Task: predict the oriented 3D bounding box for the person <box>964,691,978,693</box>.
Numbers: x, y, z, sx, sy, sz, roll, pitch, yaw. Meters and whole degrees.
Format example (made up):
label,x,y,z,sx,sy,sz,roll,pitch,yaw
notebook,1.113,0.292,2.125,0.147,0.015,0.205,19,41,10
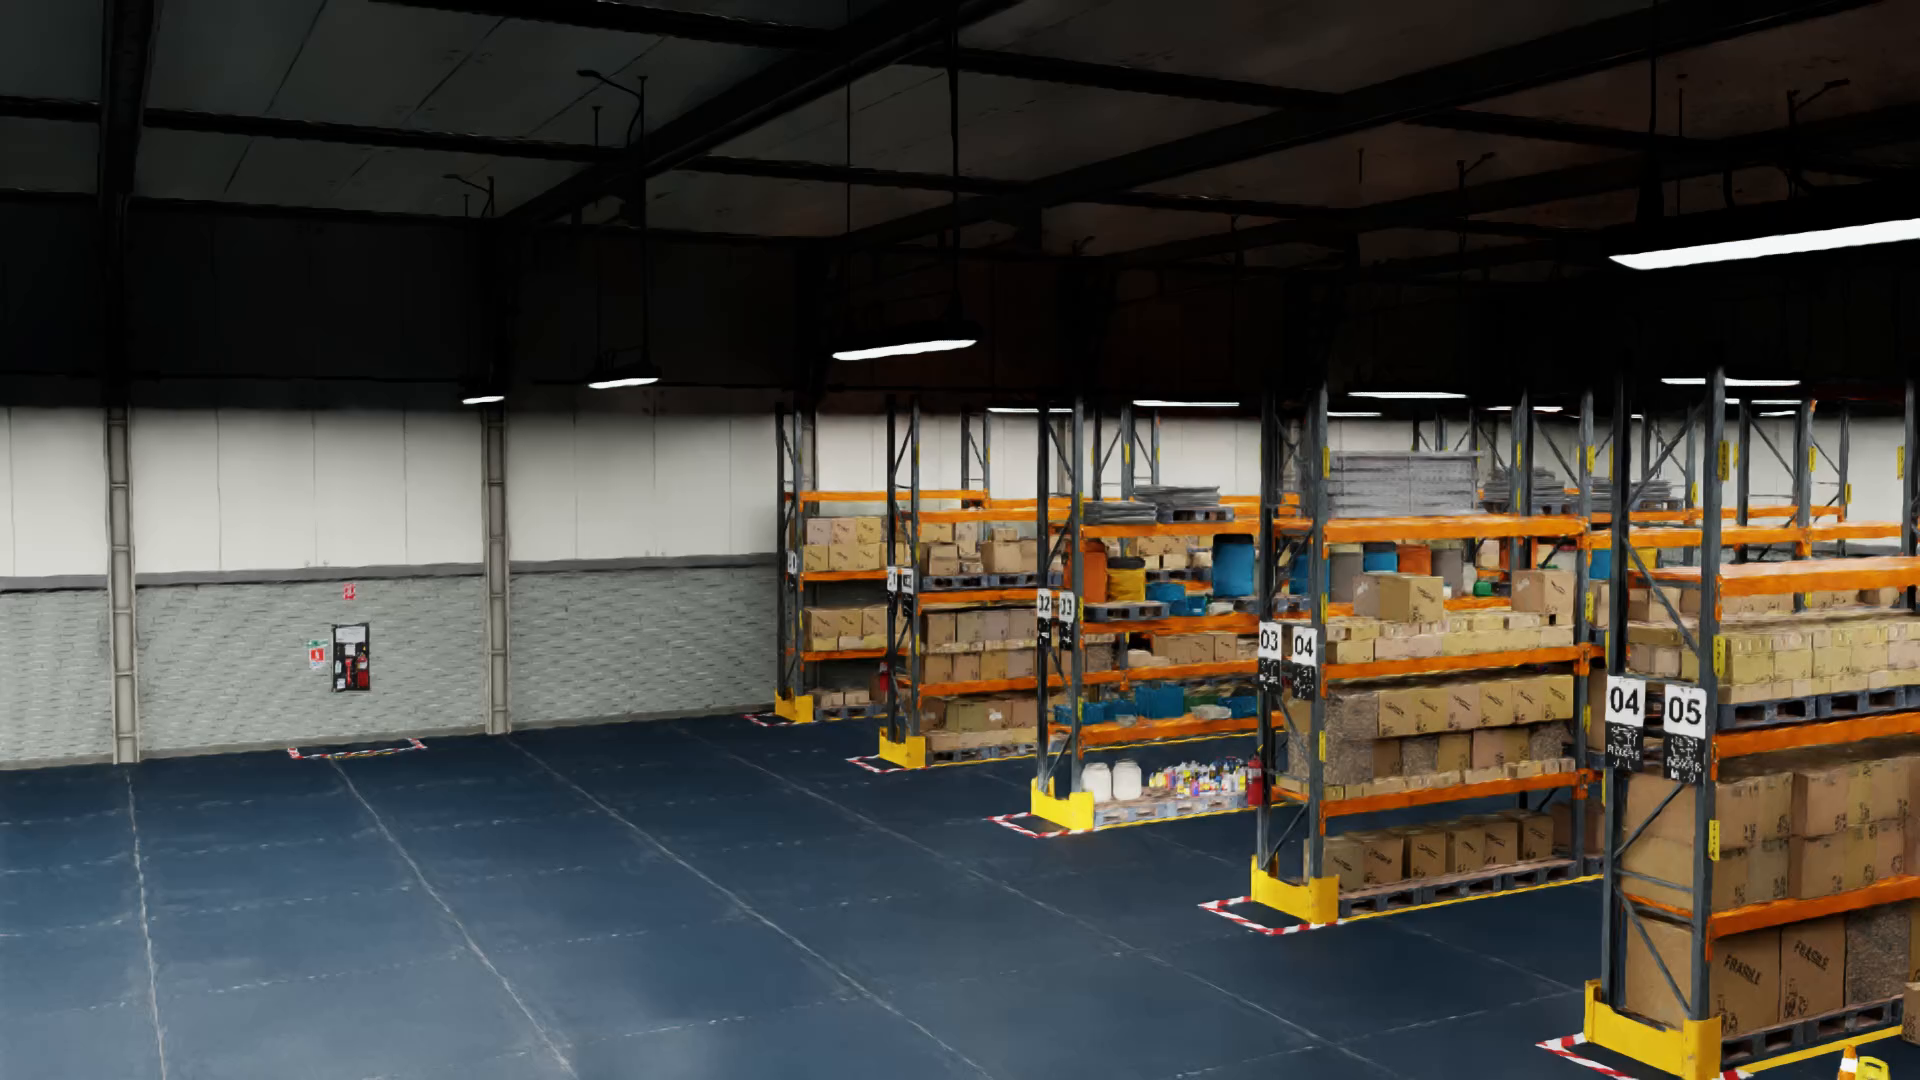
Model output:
label,x,y,z,sx,sy,sz,roll,pitch,yaw
person,0.151,2.590,30.354,1.094,1.690,0.598,-2,4,-37
